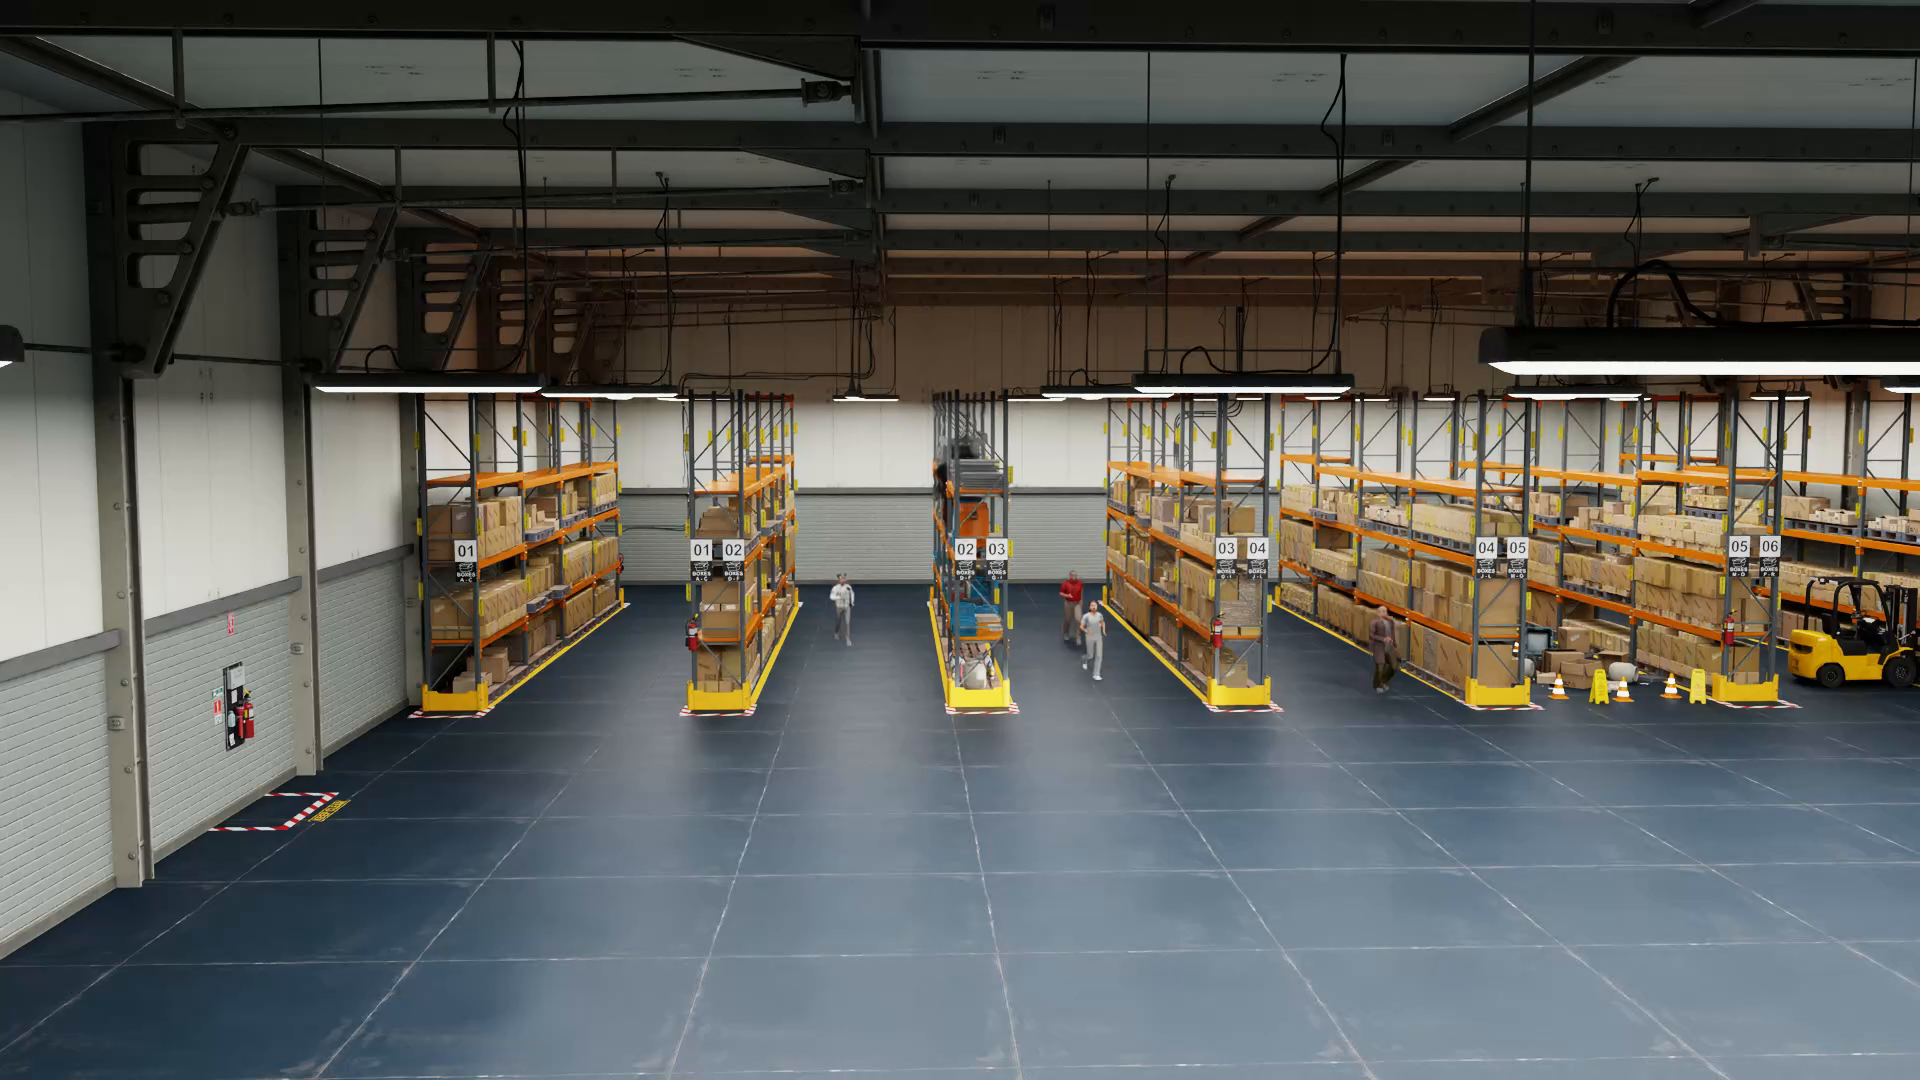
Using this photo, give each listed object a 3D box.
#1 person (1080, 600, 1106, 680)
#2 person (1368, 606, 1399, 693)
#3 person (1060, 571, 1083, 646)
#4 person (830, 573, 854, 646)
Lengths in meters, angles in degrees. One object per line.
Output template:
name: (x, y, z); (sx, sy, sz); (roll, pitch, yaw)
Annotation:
person: (2.798, 2.074, 34.750); (0.583, 1.635, 0.894); (-1, 5, -15)
person: (8.372, 2.170, 32.779); (0.688, 1.743, 0.686); (-1, 5, -17)
person: (2.681, 1.608, 39.895); (0.608, 1.767, 0.909); (0, 5, -5)
person: (-2.799, 1.623, 39.700); (0.615, 1.696, 0.913); (-1, 5, -15)
